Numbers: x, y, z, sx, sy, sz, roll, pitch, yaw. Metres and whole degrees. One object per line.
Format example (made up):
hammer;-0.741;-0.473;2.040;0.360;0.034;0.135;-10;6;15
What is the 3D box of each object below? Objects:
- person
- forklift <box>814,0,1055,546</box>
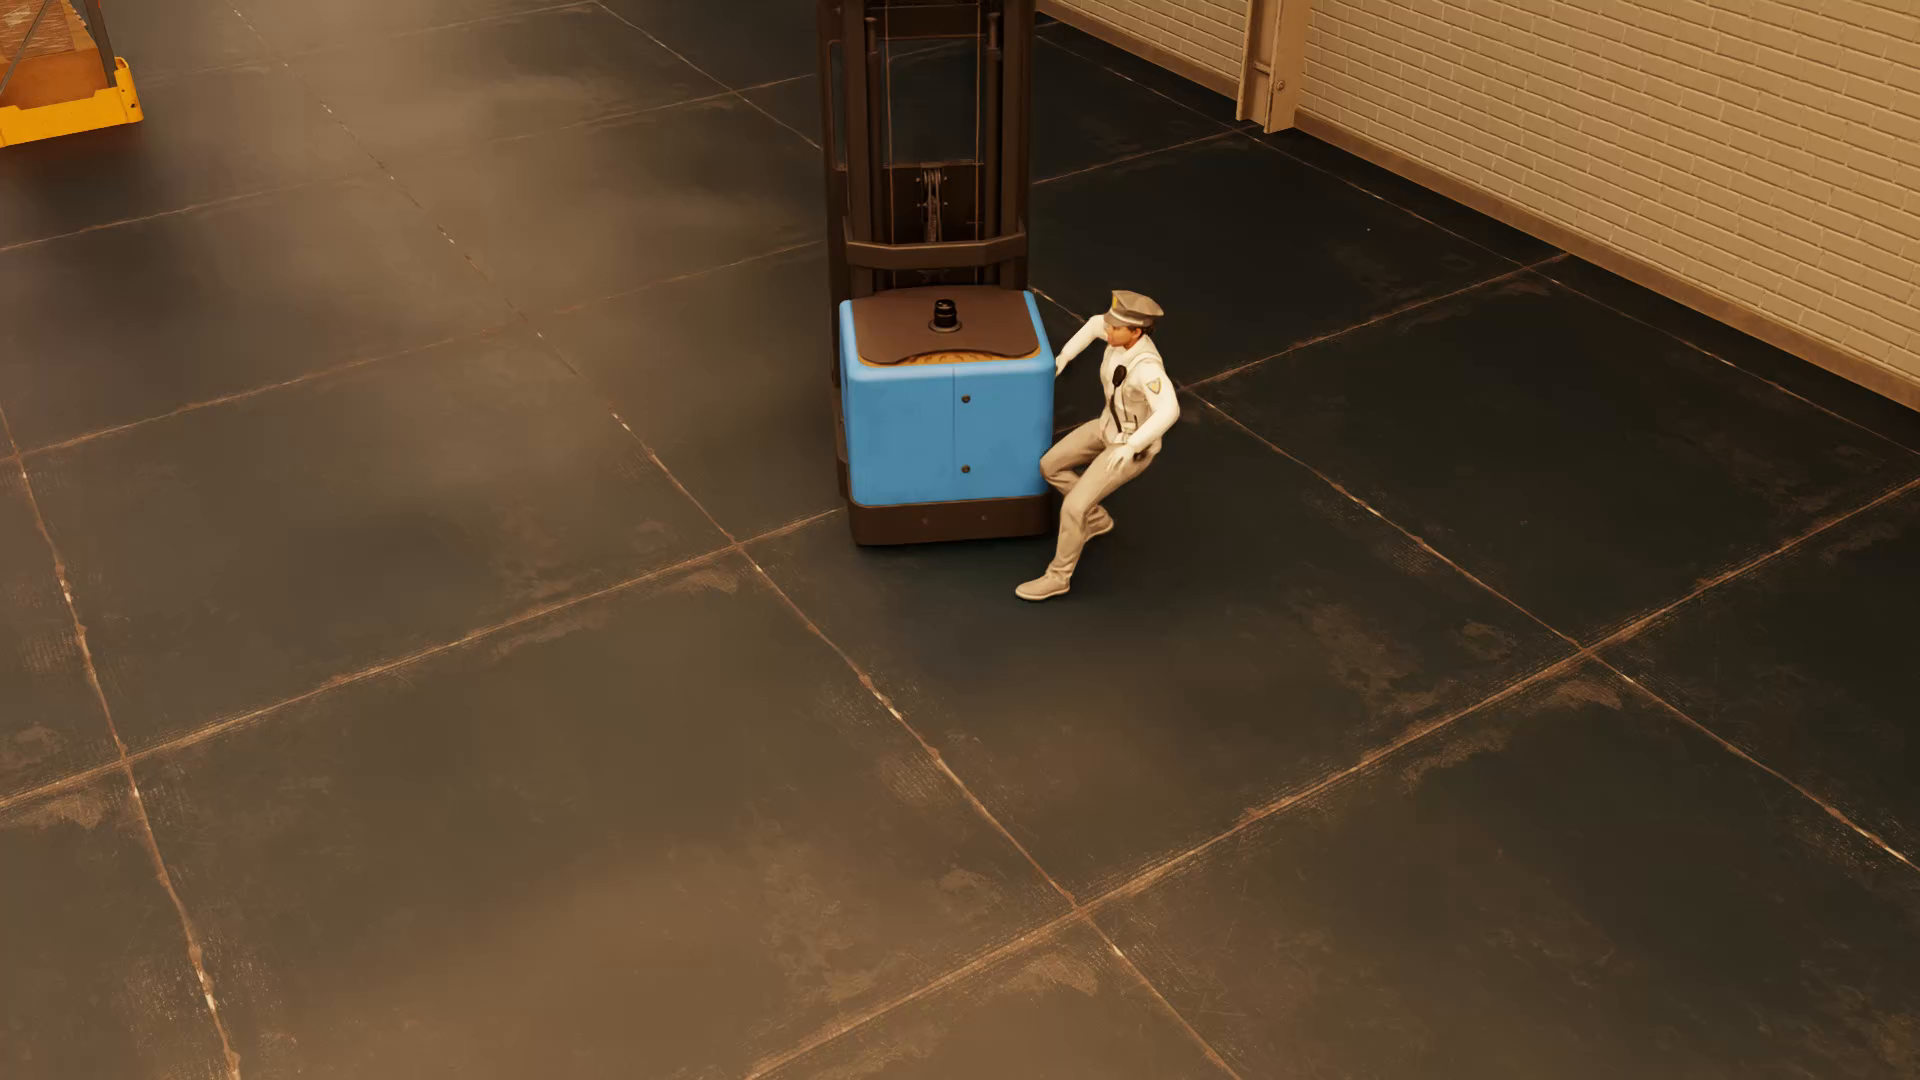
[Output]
person;0.609;-0.478;8.044;0.766;1.523;0.990;-8;36;-11
forklift;-0.201;-2.003;8.998;1.130;2.935;3.031;-4;35;-5
